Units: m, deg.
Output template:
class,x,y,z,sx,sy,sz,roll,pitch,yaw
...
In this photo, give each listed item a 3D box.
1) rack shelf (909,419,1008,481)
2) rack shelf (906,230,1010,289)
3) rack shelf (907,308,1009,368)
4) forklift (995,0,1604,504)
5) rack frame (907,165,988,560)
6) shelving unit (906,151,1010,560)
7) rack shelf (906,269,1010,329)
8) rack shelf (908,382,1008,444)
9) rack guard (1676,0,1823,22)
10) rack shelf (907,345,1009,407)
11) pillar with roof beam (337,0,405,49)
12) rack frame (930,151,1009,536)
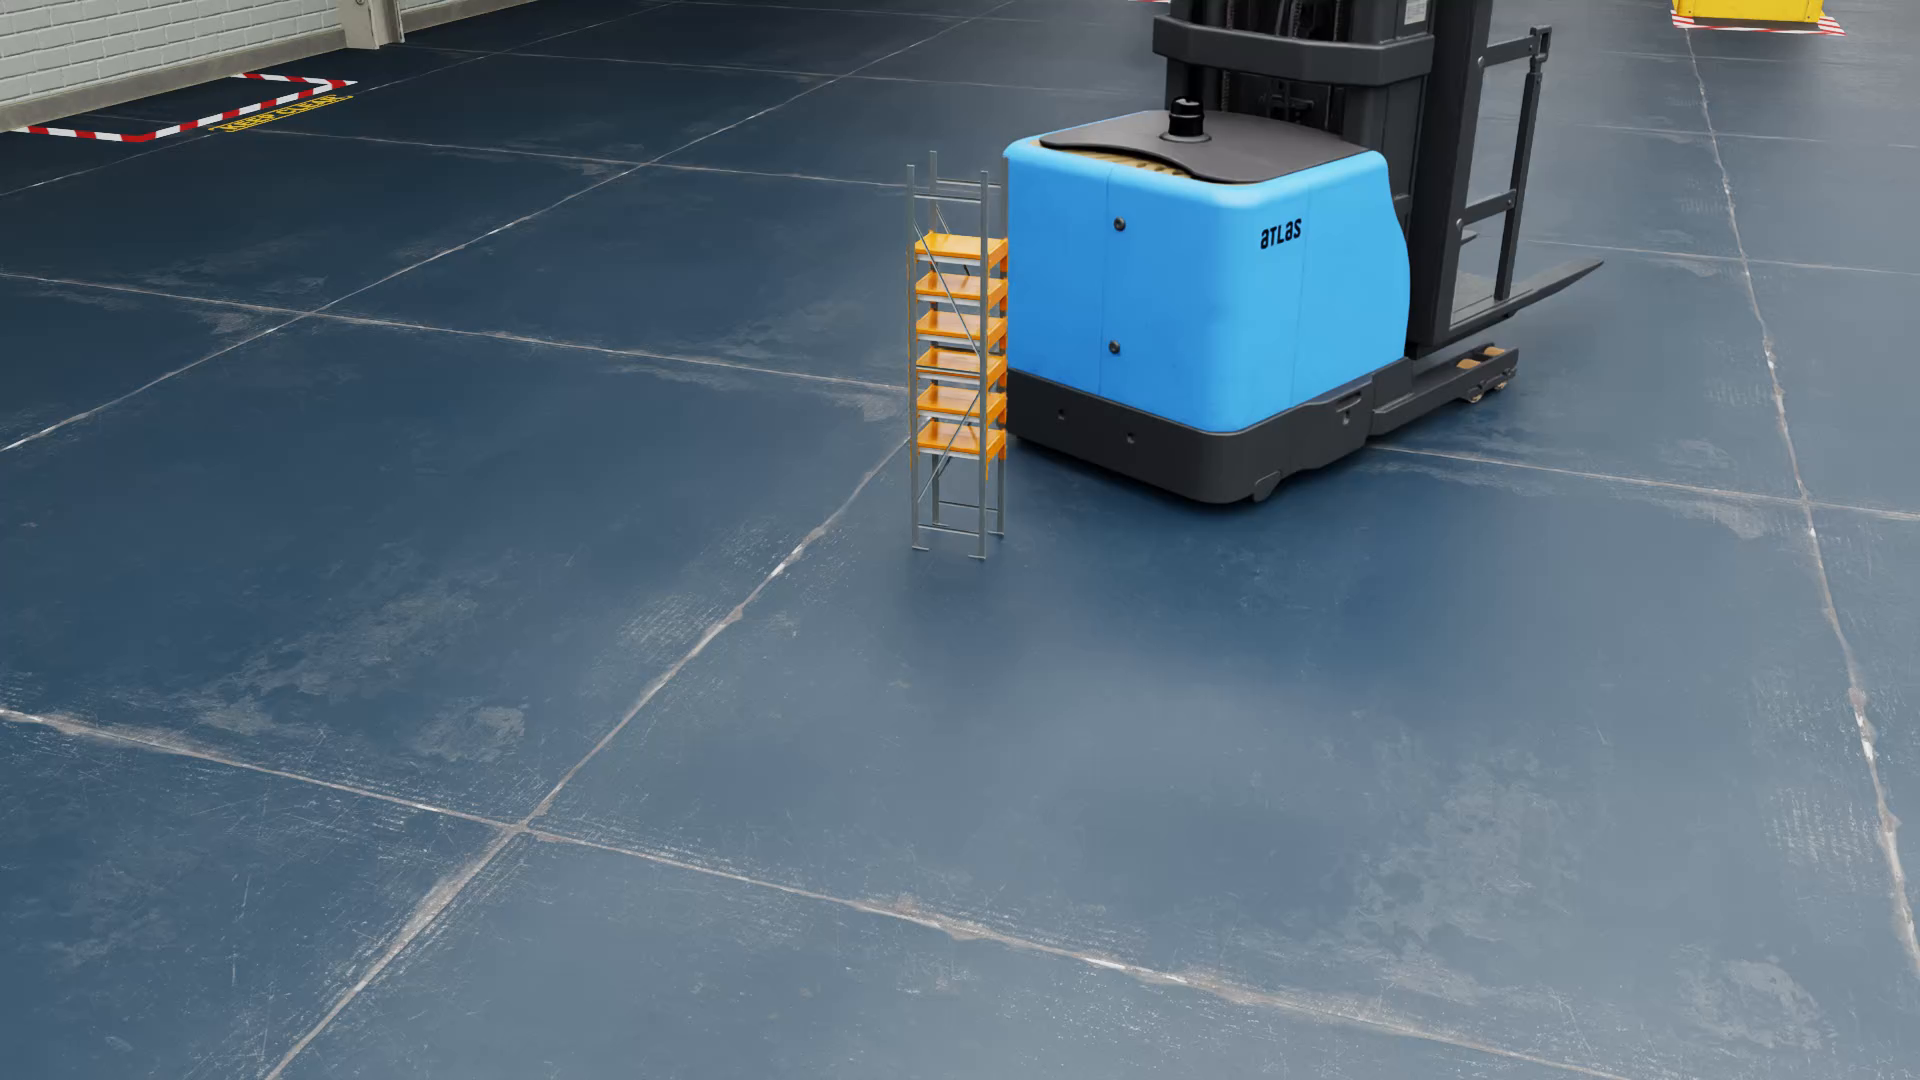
class,x,y,z,sx,sy,sz,roll,pitch,yaw
rack shelf,-0.005,-0.278,5.100,0.258,0.103,0.180,9,27,17
rack shelf,-0.005,-0.818,4.839,0.258,0.103,0.180,9,27,17
rack shelf,-0.005,-0.602,4.943,0.258,0.103,0.180,9,27,17
forklift,1.519,-1.980,5.977,1.130,2.935,3.031,23,34,39
rack frame,-0.035,-0.496,4.899,0.240,1.200,0.006,9,27,17
shelving unit,-0.005,-0.534,4.976,0.258,1.200,0.189,9,27,17
rack shelf,-0.005,-0.710,4.891,0.258,0.103,0.180,9,27,17
rack shelf,-0.005,-0.386,5.048,0.258,0.103,0.180,9,27,17
rack guard,7.096,-4.949,14.898,1.175,0.500,0.348,9,27,17
rack shelf,-0.005,-0.494,4.996,0.258,0.103,0.180,9,27,17
pillar with roof beam,-0.747,-7.496,10.406,9.100,9.000,0.400,9,27,17
rack frame,0.026,-0.572,5.054,0.240,1.200,0.006,9,27,17
